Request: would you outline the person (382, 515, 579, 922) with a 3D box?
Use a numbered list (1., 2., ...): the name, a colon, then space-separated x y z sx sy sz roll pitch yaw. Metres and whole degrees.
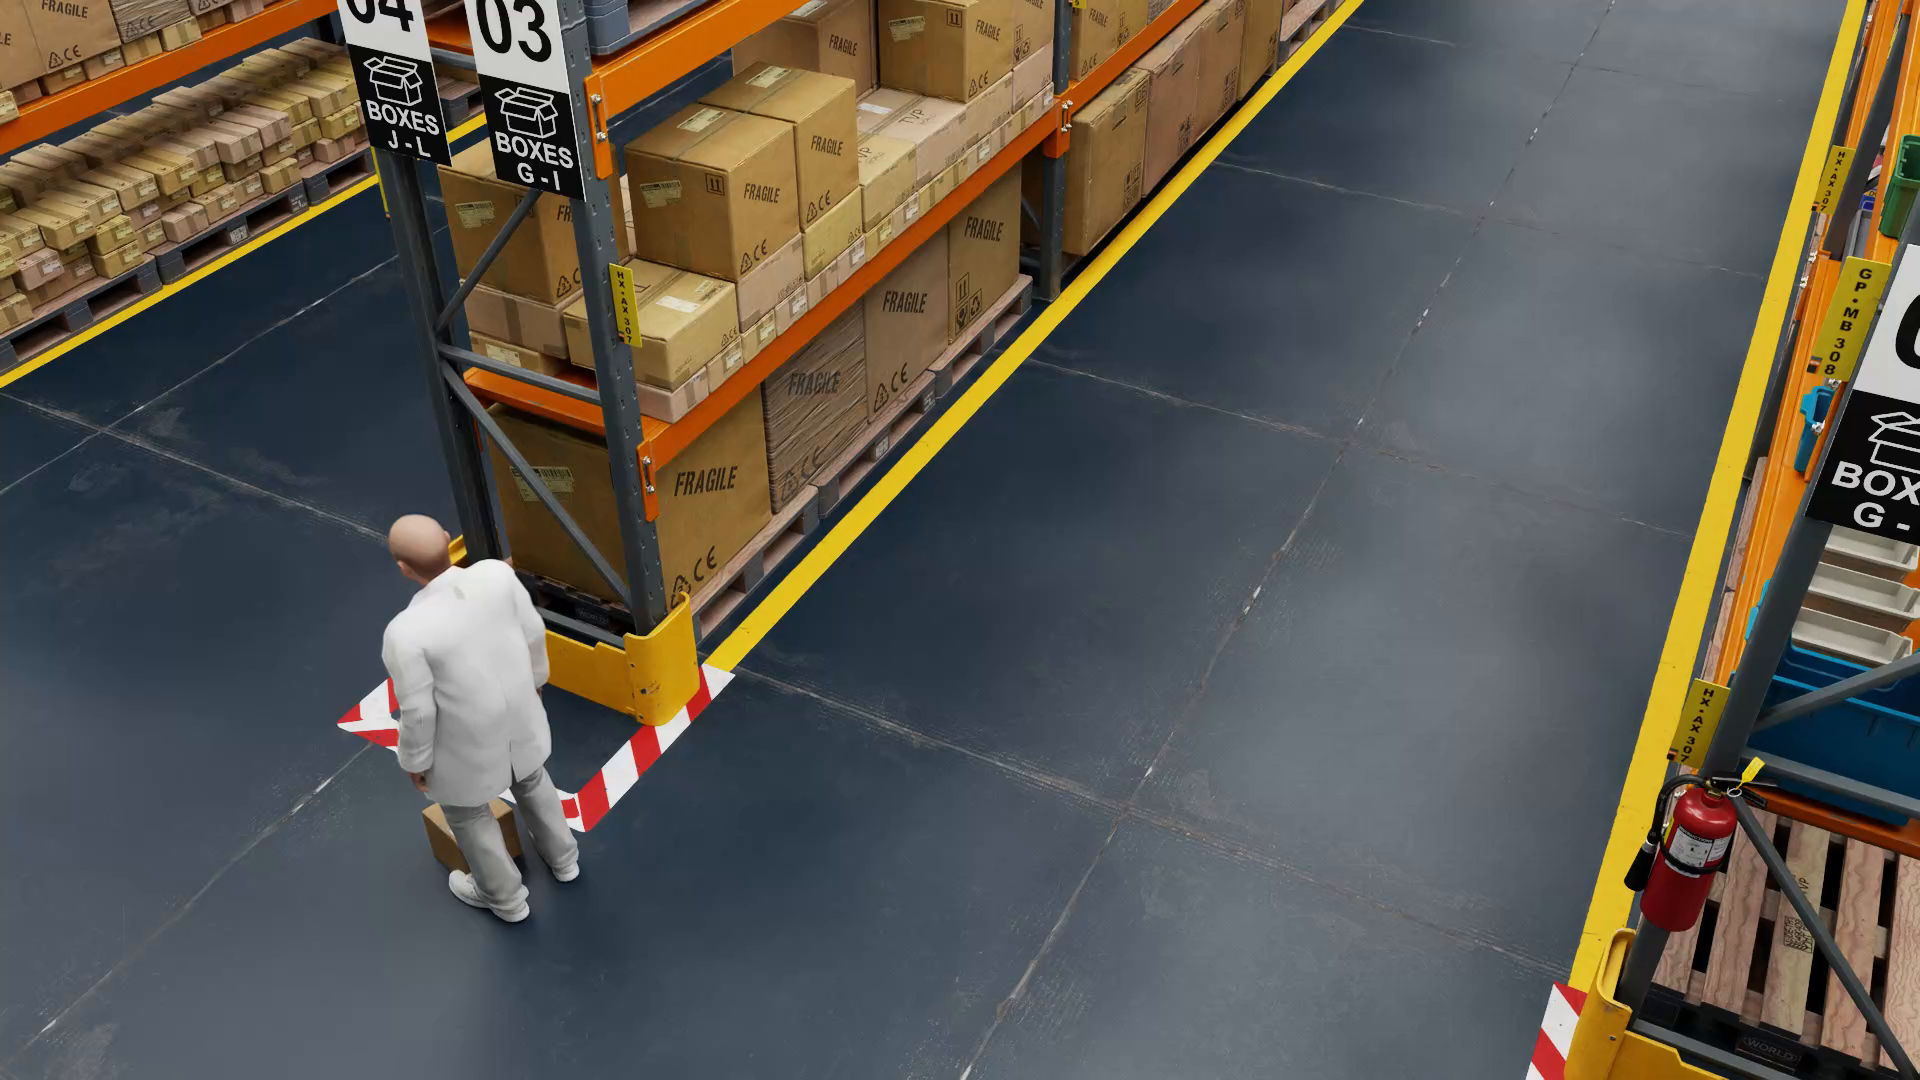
1. person: -1.723 0.643 5.925 0.429 1.772 0.645 25 44 29
